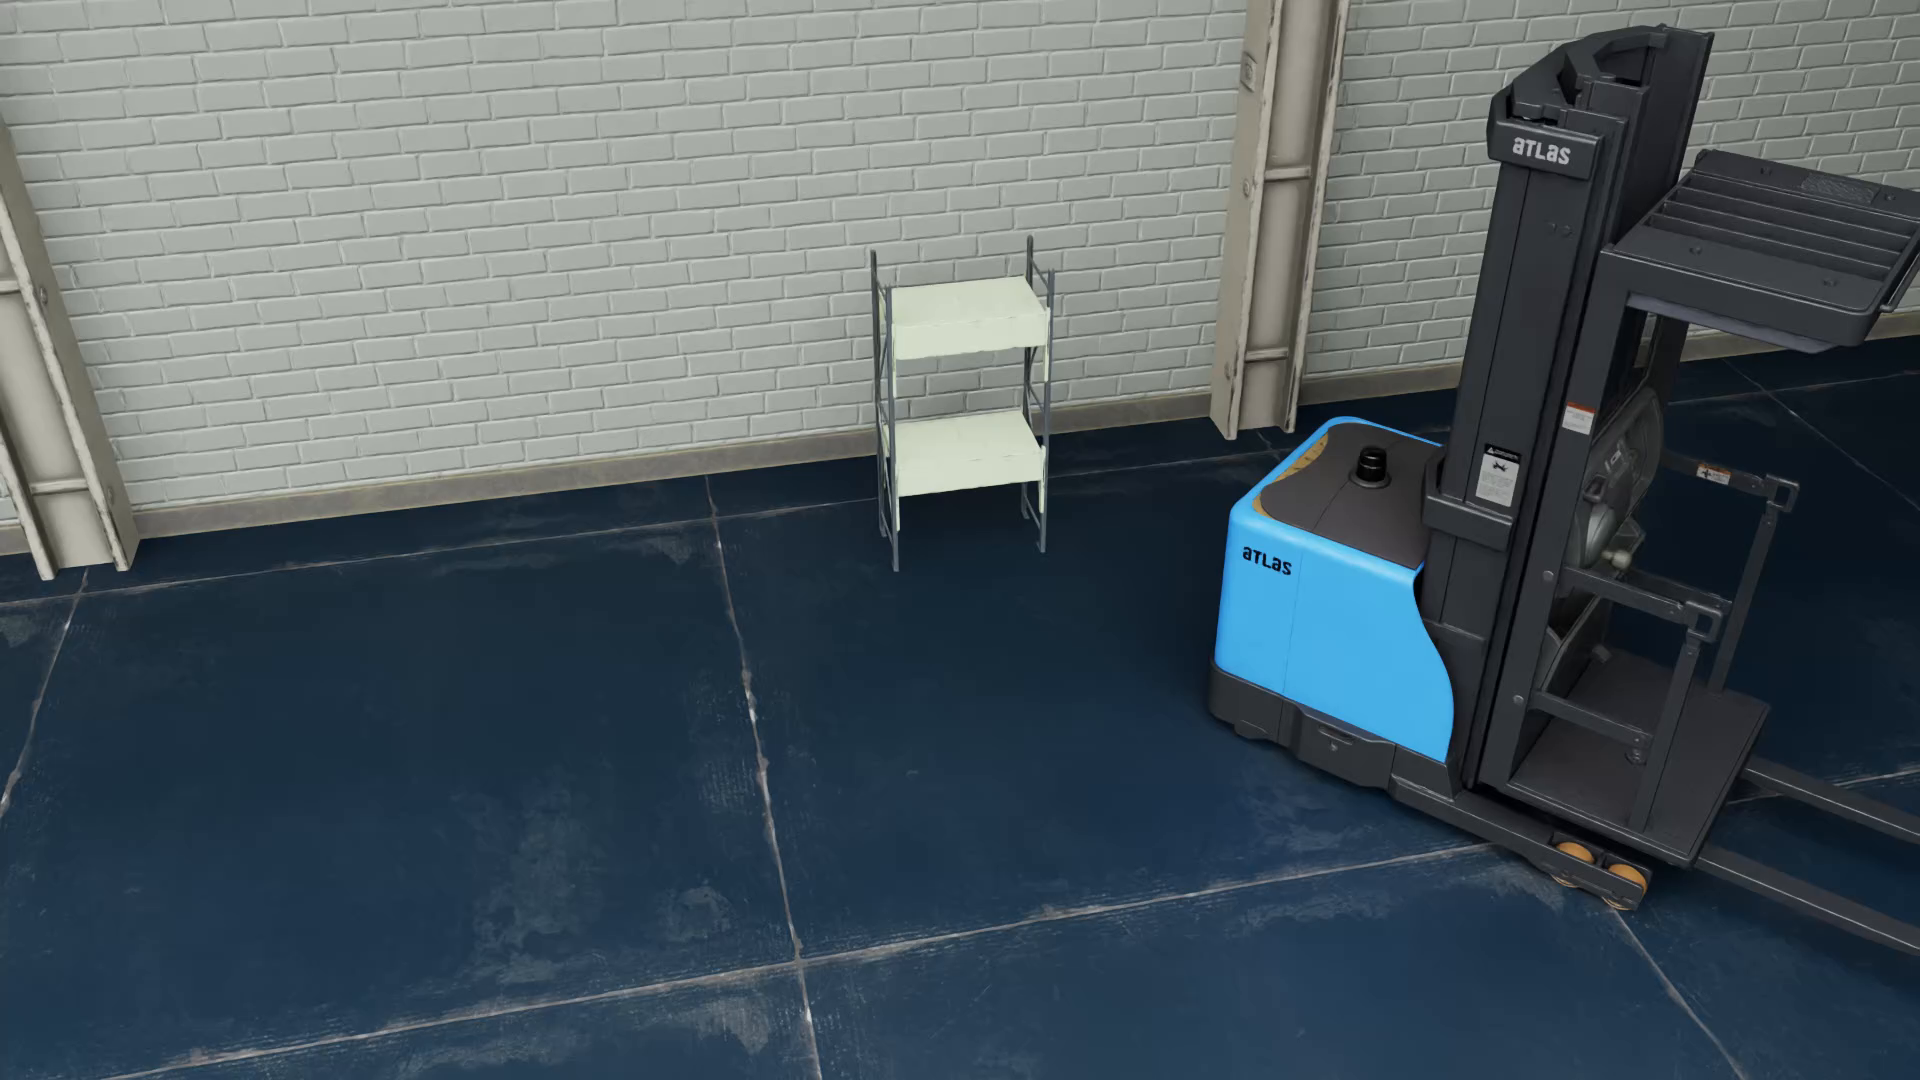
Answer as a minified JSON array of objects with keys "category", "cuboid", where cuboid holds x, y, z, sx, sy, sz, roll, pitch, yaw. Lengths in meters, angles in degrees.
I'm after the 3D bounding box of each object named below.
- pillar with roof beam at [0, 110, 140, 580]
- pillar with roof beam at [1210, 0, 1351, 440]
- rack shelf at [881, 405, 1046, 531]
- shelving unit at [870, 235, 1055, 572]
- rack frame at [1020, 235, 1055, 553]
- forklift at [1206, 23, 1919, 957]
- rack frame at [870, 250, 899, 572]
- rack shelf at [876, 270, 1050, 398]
[{"category":"pillar with roof beam","cuboid":[-3.289,-1.311,2.128,0.400,9.000,9.100,-7,35,-11]},{"category":"pillar with roof beam","cuboid":[2.563,-2.049,3.227,0.400,9.000,9.100,-7,35,-11]},{"category":"rack shelf","cuboid":[0.007,-0.353,8.015,0.720,0.370,0.431,-7,35,-11]},{"category":"shelving unit","cuboid":[0.007,-0.624,7.833,0.755,1.500,0.431,-7,35,-11]},{"category":"rack frame","cuboid":[0.363,-0.669,7.900,0.023,1.500,0.400,-7,35,-11]},{"category":"forklift","cuboid":[2.535,-0.178,5.885,3.031,2.935,1.130,22,40,29]},{"category":"rack frame","cuboid":[-0.350,-0.579,7.766,0.023,1.500,0.400,-7,35,-11]},{"category":"rack shelf","cuboid":[0.007,-0.948,7.616,0.720,0.370,0.431,-7,35,-11]}]
